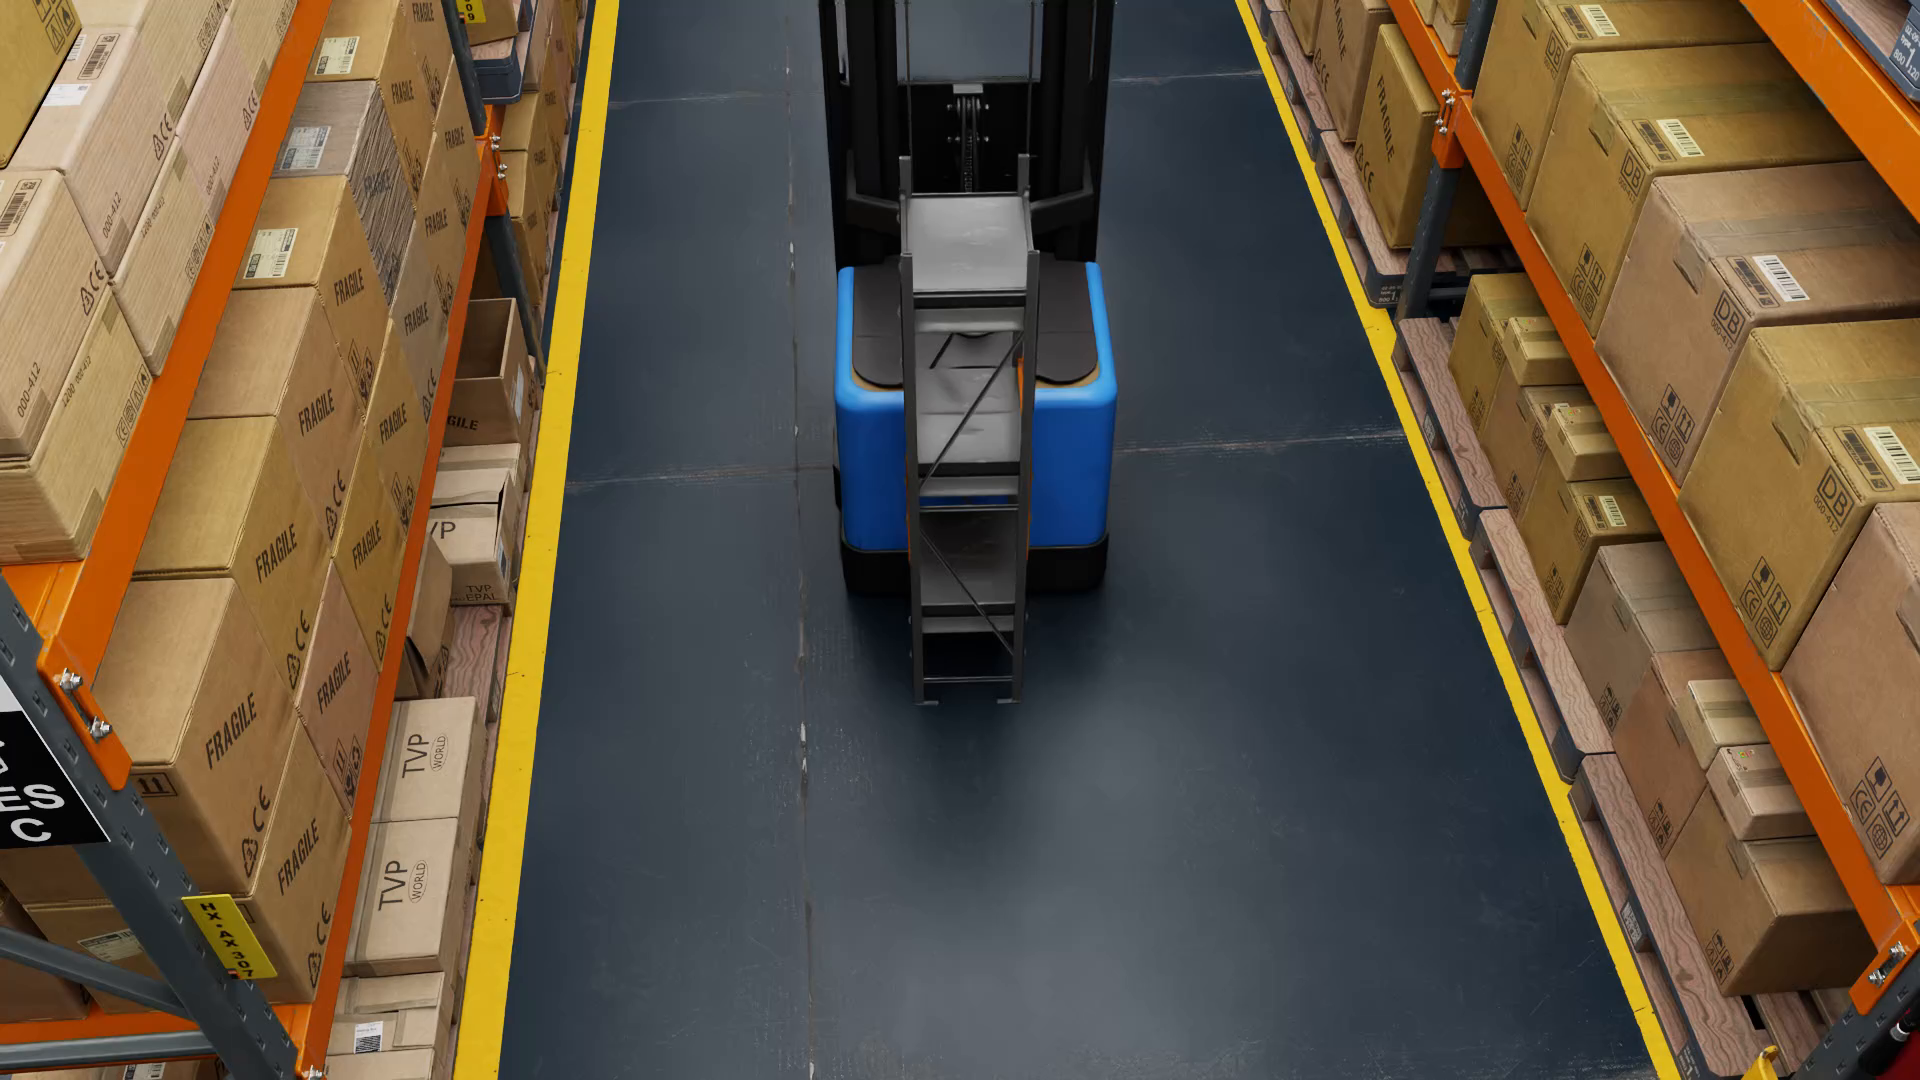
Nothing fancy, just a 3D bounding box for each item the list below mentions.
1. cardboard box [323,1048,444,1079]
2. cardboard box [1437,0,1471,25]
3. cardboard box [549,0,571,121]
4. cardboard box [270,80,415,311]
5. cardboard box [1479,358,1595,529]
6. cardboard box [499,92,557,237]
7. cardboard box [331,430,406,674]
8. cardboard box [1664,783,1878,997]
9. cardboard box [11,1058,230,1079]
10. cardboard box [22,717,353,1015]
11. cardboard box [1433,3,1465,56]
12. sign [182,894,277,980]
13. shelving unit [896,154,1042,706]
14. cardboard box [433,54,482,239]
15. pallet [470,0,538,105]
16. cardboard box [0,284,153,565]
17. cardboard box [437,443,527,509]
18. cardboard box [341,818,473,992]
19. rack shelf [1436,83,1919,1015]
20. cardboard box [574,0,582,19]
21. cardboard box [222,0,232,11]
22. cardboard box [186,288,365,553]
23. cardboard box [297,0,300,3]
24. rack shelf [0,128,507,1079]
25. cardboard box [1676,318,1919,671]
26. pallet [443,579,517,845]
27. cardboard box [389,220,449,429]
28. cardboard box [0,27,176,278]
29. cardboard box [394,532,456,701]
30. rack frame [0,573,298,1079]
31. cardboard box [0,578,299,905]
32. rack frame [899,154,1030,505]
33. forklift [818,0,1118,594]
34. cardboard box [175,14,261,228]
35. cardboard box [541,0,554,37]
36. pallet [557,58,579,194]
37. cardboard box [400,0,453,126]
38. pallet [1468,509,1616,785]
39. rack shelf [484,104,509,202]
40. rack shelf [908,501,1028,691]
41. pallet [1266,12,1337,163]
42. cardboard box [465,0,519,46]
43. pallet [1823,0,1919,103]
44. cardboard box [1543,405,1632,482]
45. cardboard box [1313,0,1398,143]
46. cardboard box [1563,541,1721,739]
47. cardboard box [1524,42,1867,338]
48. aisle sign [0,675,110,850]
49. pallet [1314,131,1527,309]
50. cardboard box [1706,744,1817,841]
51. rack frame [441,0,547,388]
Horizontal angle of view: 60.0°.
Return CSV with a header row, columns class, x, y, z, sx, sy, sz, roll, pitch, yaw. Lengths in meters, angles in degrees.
class,x,y,z,sx,sy,sz,roll,pitch,yaw
cardboard box,-1.746,1.661,4.908,0.380,0.149,0.250,-3,47,-3
cardboard box,2.258,-2.504,6.905,0.500,0.500,0.500,-4,47,-4
cardboard box,-2.317,-2.508,8.614,0.500,0.500,0.500,-5,47,-5
cardboard box,-2.000,-1.031,5.039,0.500,0.500,0.500,-3,47,-3
cardboard box,2.547,-0.416,6.647,0.700,0.500,0.500,-4,47,-4
cardboard box,-2.241,-1.780,7.925,0.500,0.500,0.500,-3,47,-3
cardboard box,-1.915,0.048,4.706,0.500,0.500,0.500,-4,47,-3
cardboard box,2.725,1.067,5.242,0.700,0.500,0.500,-3,47,-3
cardboard box,-2.344,1.486,4.832,0.500,0.500,0.500,-3,47,-3
cardboard box,-1.827,0.785,4.009,0.500,0.500,0.500,-3,47,-2
cardboard box,2.238,-2.190,7.054,0.380,0.149,0.250,-3,47,-3
sign,-1.512,0.825,3.443,0.100,0.325,0.005,-3,47,-3
shelving unit,0.022,-0.280,5.705,0.431,2.100,0.503,-1,47,-1
cardboard box,-2.090,-1.426,6.103,0.500,0.500,0.500,-3,47,-3
pallet,-2.346,-2.257,7.090,1.003,0.211,1.213,-3,47,-3
cardboard box,-1.843,-0.211,3.058,0.500,0.250,0.500,-3,47,-3
cardboard box,-1.966,-0.246,6.714,0.380,0.149,0.250,-3,47,-3
cardboard box,-1.858,1.178,5.296,0.500,0.250,0.500,-3,47,-3
rack shelf,2.716,-0.347,5.645,1.077,0.370,4.000,-3,47,-3
cardboard box,-2.410,-3.261,9.328,0.500,0.500,0.500,-2,47,-2
cardboard box,-1.957,-1.469,3.905,0.500,0.250,0.500,-3,47,-3
cardboard box,-1.916,-0.299,4.347,0.500,0.500,0.500,-3,47,-3
cardboard box,-2.000,-1.659,4.429,0.500,0.250,0.500,-3,47,-3
rack shelf,-2.220,-0.044,5.357,1.077,0.370,4.000,-3,47,-3
cardboard box,2.758,-0.145,4.751,0.980,0.700,0.700,-4,47,-4
pallet,-2.226,0.603,6.171,1.003,0.211,1.213,-3,47,-3
cardboard box,-2.000,-0.682,5.398,0.500,0.500,0.500,-3,47,-2
cardboard box,-1.871,-0.746,3.220,0.500,0.250,0.500,-3,47,-3
cardboard box,-2.225,0.328,5.926,0.797,0.503,0.637,-3,47,-3
rack frame,-2.053,1.156,3.726,1.000,3.000,0.127,-3,47,-3
cardboard box,-1.827,0.441,3.646,0.500,0.500,0.500,-2,47,-2
rack frame,0.014,-0.457,5.873,0.400,2.100,0.015,-1,47,-1
forklift,0.014,-1.854,6.624,1.130,2.935,3.031,-1,47,-1
cardboard box,-1.915,-0.935,3.744,0.500,0.250,0.500,-3,47,-3
cardboard box,-2.312,-2.739,8.317,0.500,0.250,0.500,-4,47,-4
pallet,-2.599,-2.250,8.872,1.003,0.211,1.213,-3,47,-3
cardboard box,-2.087,-1.766,5.736,0.500,0.500,0.500,-3,47,-3
pallet,2.639,0.357,6.403,1.003,0.211,1.213,-3,47,-3
rack shelf,-2.555,-2.938,8.098,1.077,0.370,4.000,-3,47,-3
rack shelf,0.022,0.211,6.224,0.431,0.518,0.480,-1,47,-1
pallet,2.303,-2.521,9.129,1.003,0.211,1.213,-3,47,-3
cardboard box,-2.205,-2.273,6.615,0.700,0.500,0.500,-18,49,-16
pallet,2.705,-1.570,4.302,1.003,0.211,1.213,-3,47,-3
cardboard box,2.399,-0.366,6.153,0.380,0.149,0.250,-5,47,-4
cardboard box,2.287,-2.552,8.429,0.750,0.750,0.750,-2,47,-2
cardboard box,2.640,0.341,5.930,0.700,0.500,0.500,-5,47,-5
cardboard box,2.633,-1.223,5.772,0.980,0.700,0.700,-5,47,-4
aisle sign,-1.755,0.294,2.752,0.394,0.787,0.004,-3,47,-3
pallet,2.409,-1.637,8.291,1.003,0.211,1.213,-3,47,-3
cardboard box,2.532,0.762,5.084,0.380,0.149,0.250,-4,47,-4
rack frame,-2.388,-1.738,6.467,1.000,3.000,0.127,-3,47,-3
